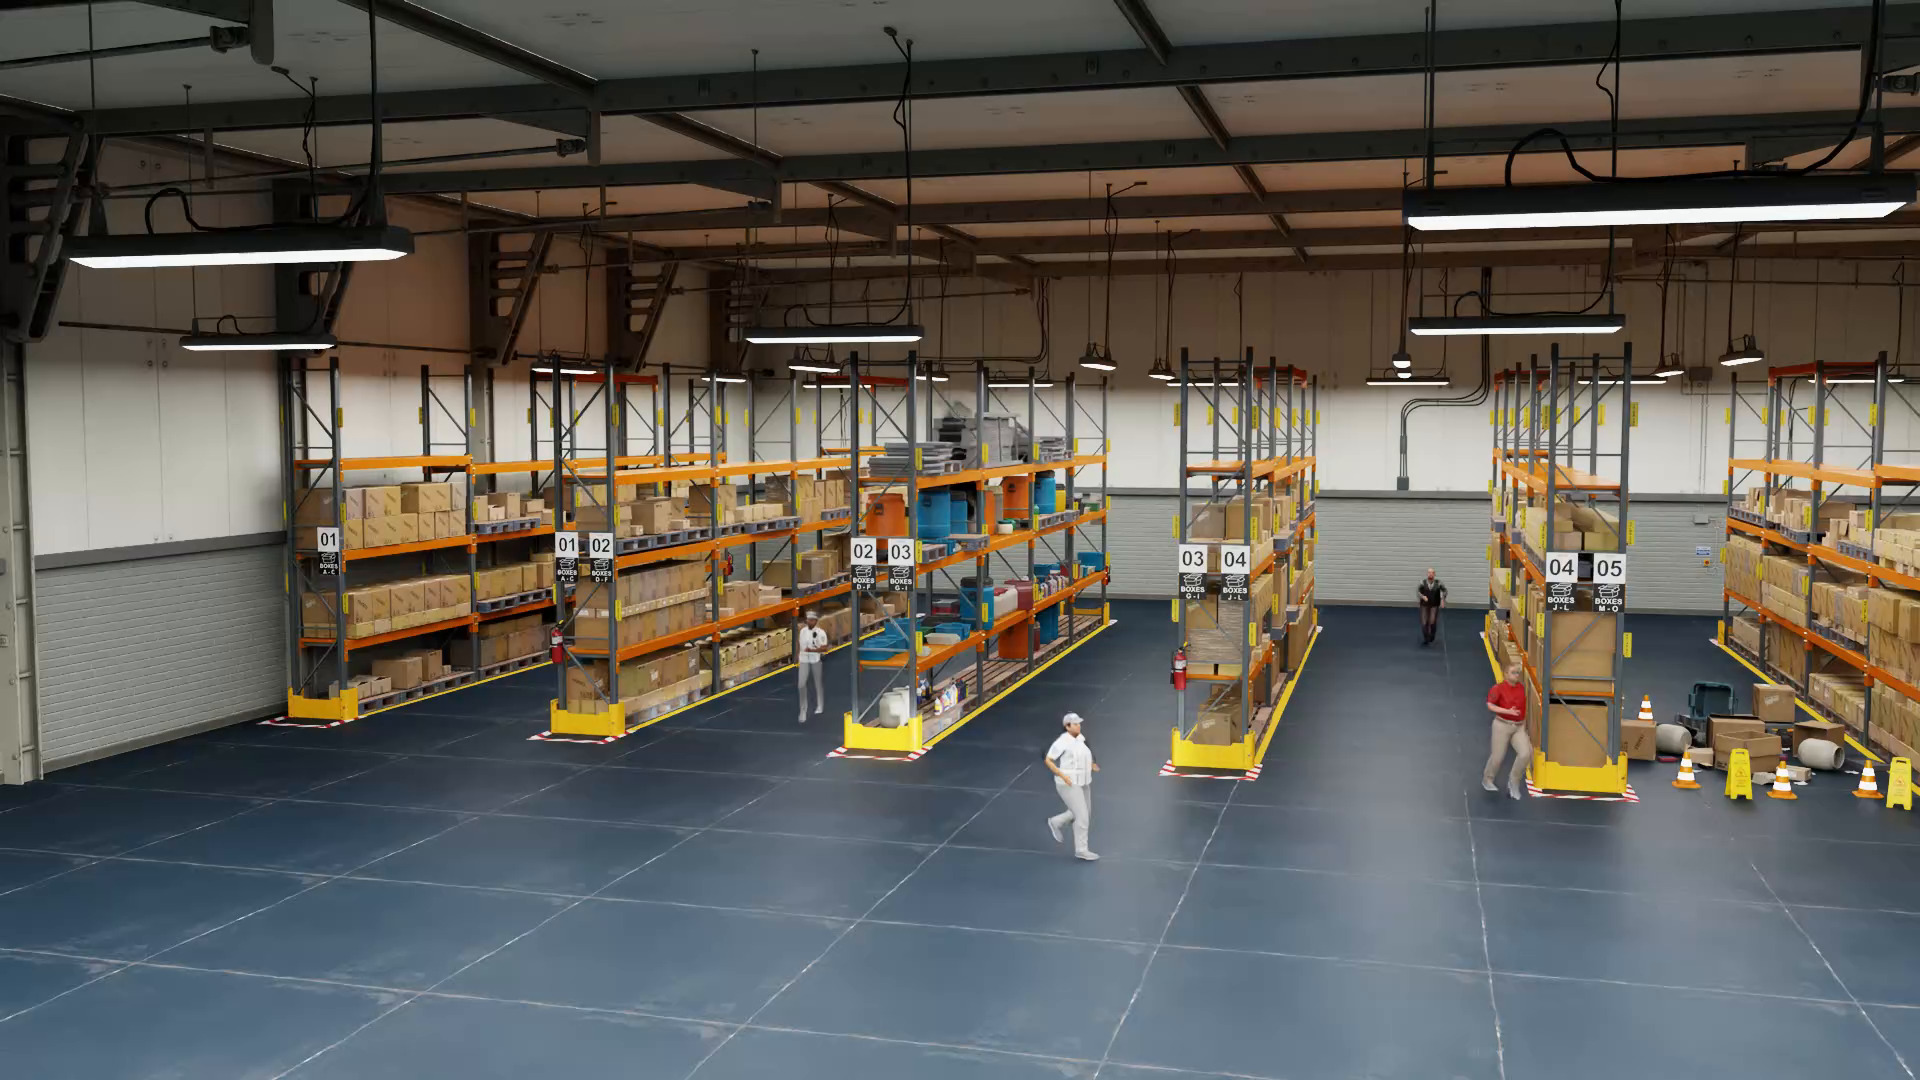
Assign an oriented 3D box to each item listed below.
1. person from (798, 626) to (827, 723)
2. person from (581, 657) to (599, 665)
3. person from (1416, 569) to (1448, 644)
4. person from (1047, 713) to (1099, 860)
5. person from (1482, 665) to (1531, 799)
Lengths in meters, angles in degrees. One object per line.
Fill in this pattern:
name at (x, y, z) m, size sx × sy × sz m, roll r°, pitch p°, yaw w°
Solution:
person at (-2.360, 2.120, 26.560) m, size 0.509 × 1.512 × 0.650 m, roll 1°, pitch 4°, yaw 11°
person at (-6.534, 2.046, 29.490) m, size 0.558 × 1.584 × 0.723 m, roll 1°, pitch 4°, yaw 9°
person at (10.365, 1.473, 36.617) m, size 0.666 × 1.676 × 0.595 m, roll 2°, pitch 5°, yaw 21°
person at (1.264, 2.791, 19.010) m, size 0.803 × 1.632 × 0.557 m, roll 4°, pitch 5°, yaw 40°
person at (7.272, 2.549, 22.015) m, size 0.660 × 1.787 × 0.694 m, roll -1°, pitch 4°, yaw -15°
